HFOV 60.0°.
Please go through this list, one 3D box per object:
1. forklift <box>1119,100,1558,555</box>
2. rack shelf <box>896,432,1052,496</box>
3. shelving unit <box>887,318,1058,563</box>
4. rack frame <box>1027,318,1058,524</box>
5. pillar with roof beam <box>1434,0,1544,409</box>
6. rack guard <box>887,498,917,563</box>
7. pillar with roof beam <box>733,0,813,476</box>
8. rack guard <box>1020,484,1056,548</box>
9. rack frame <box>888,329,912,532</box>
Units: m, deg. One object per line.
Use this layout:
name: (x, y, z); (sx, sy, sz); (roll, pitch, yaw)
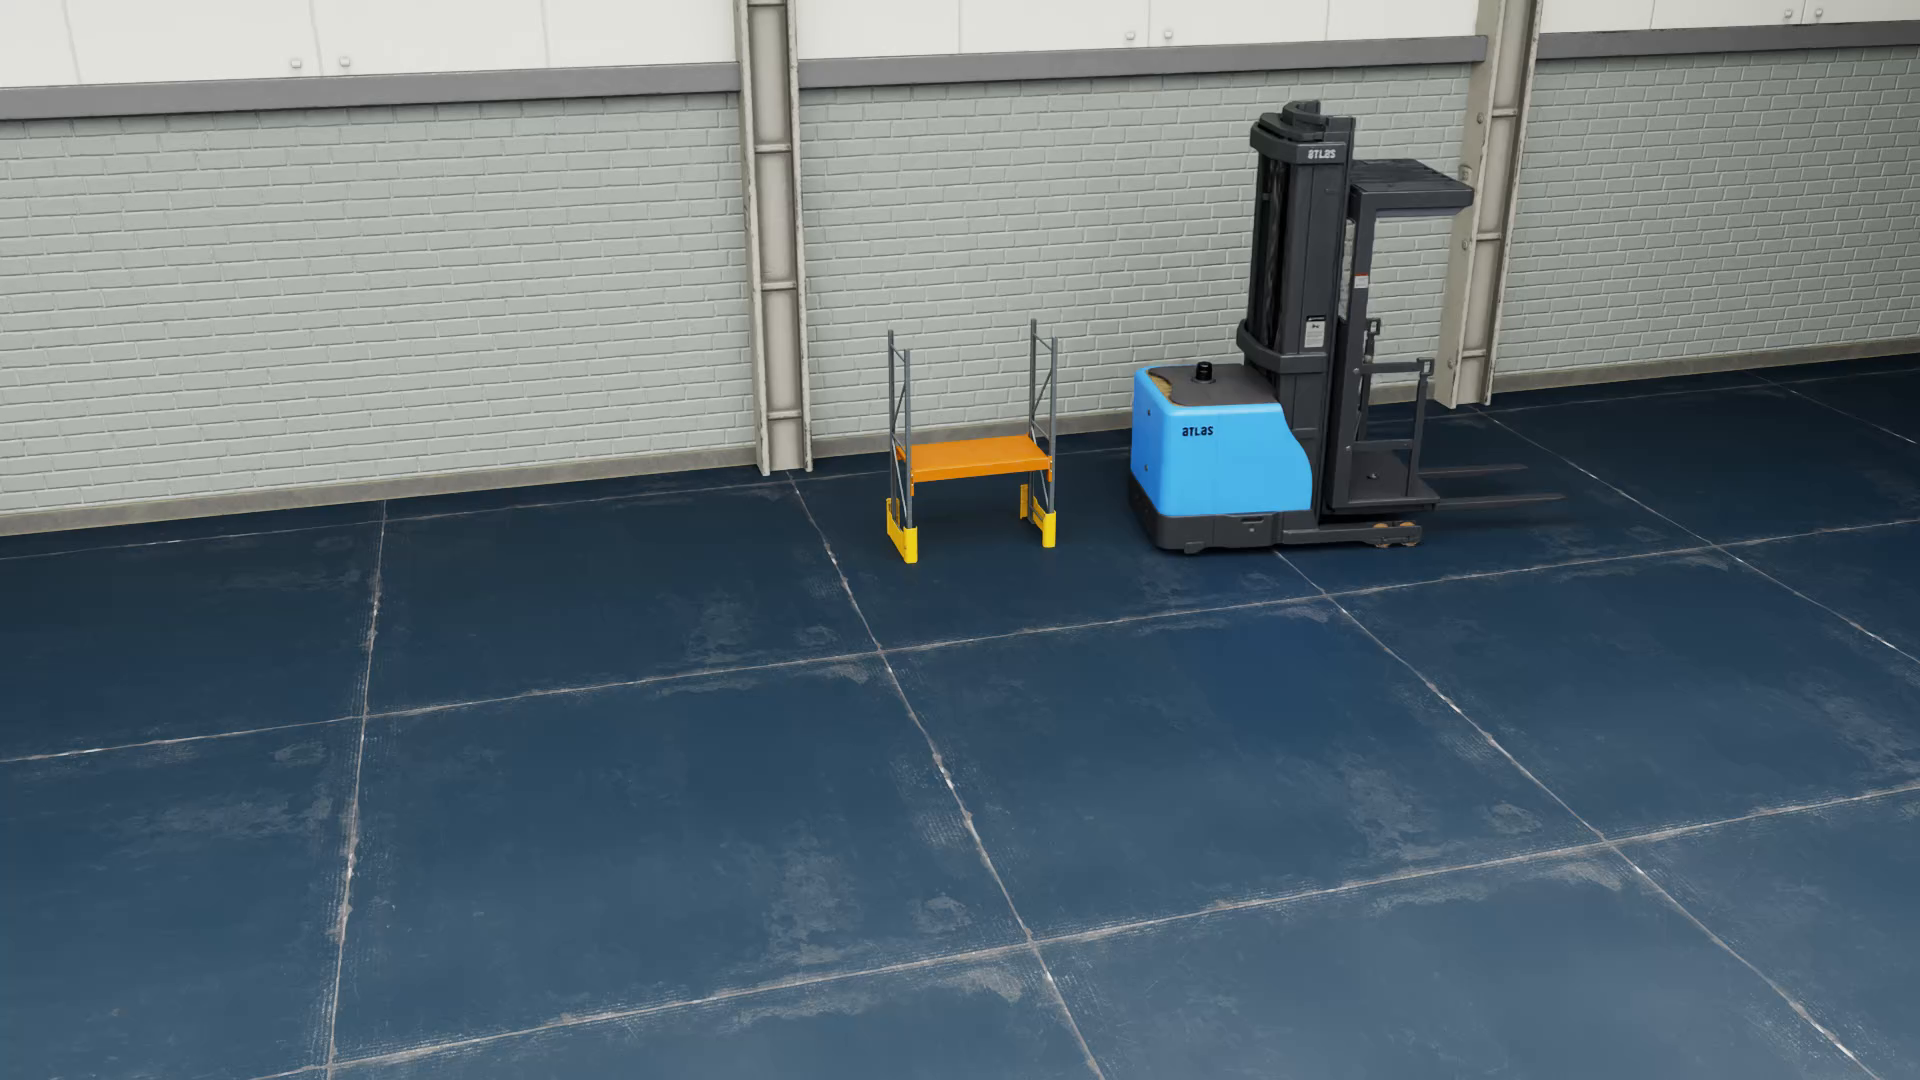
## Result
forklift: (2.735, -1.493, 11.511); (3.031, 2.935, 1.130); (-3, 23, -7)
rack shelf: (0.082, -0.533, 11.546); (1.000, 0.185, 0.538); (-6, 24, -14)
shelving unit: (0.073, -0.697, 11.473); (1.083, 1.500, 0.587); (-6, 24, -14)
rack frame: (0.572, -0.752, 11.602); (0.032, 1.500, 0.500); (-6, 24, -14)
pillar with roof beam: (5.558, -3.718, 9.003); (0.400, 9.000, 9.100); (-6, 24, -14)
rack guard: (-0.406, -0.070, 11.596); (0.087, 0.250, 0.587); (-6, 24, -14)
pillar with roof beam: (-0.219, -3.079, 7.514); (0.400, 9.000, 9.100); (-6, 24, -14)
rack guard: (0.553, -0.176, 11.843); (0.087, 0.250, 0.587); (-6, 24, -14)
rack frame: (-0.407, -0.644, 11.349); (0.032, 1.500, 0.500); (-6, 24, -14)
